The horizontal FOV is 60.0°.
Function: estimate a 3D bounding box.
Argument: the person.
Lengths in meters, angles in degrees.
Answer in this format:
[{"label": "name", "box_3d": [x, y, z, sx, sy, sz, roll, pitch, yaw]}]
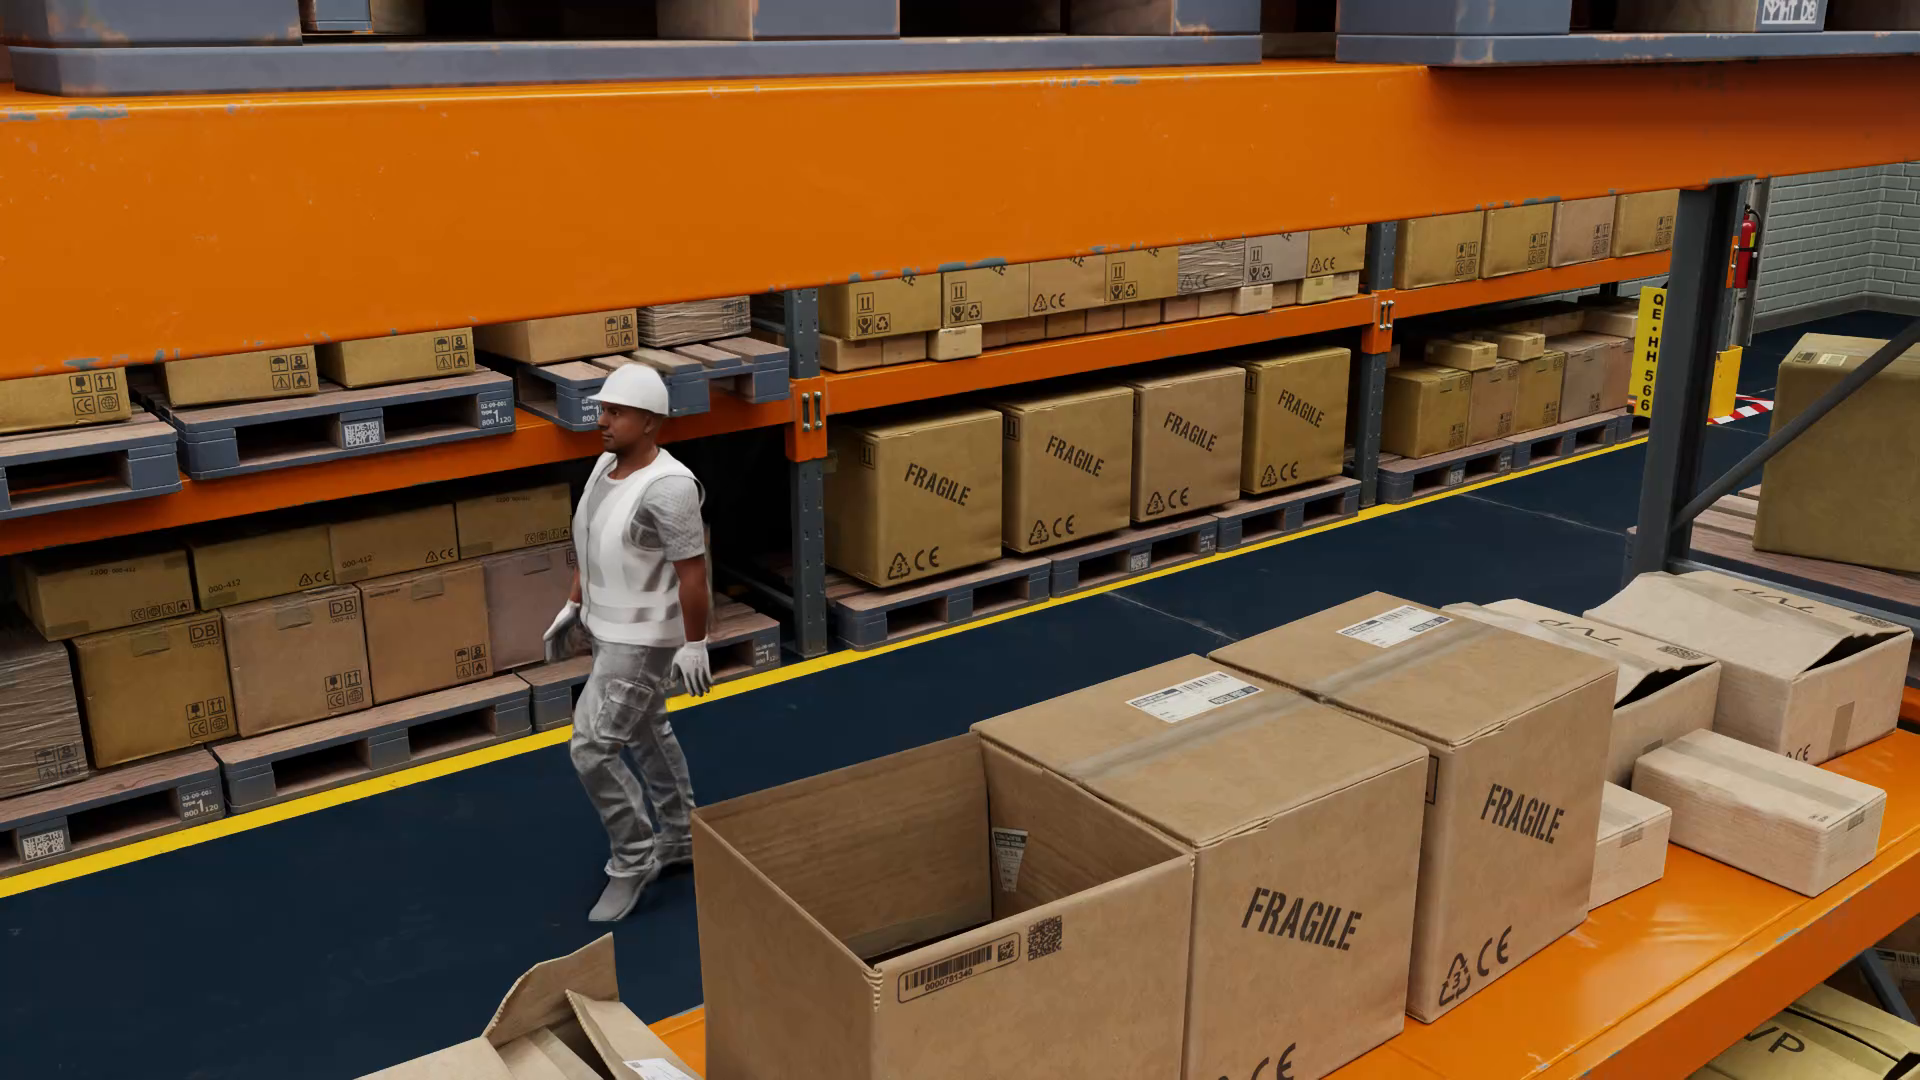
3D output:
[{"label": "person", "box_3d": [-1.108, 0.340, 5.461, 0.490, 1.839, 0.553, -10, 20, -29]}]
